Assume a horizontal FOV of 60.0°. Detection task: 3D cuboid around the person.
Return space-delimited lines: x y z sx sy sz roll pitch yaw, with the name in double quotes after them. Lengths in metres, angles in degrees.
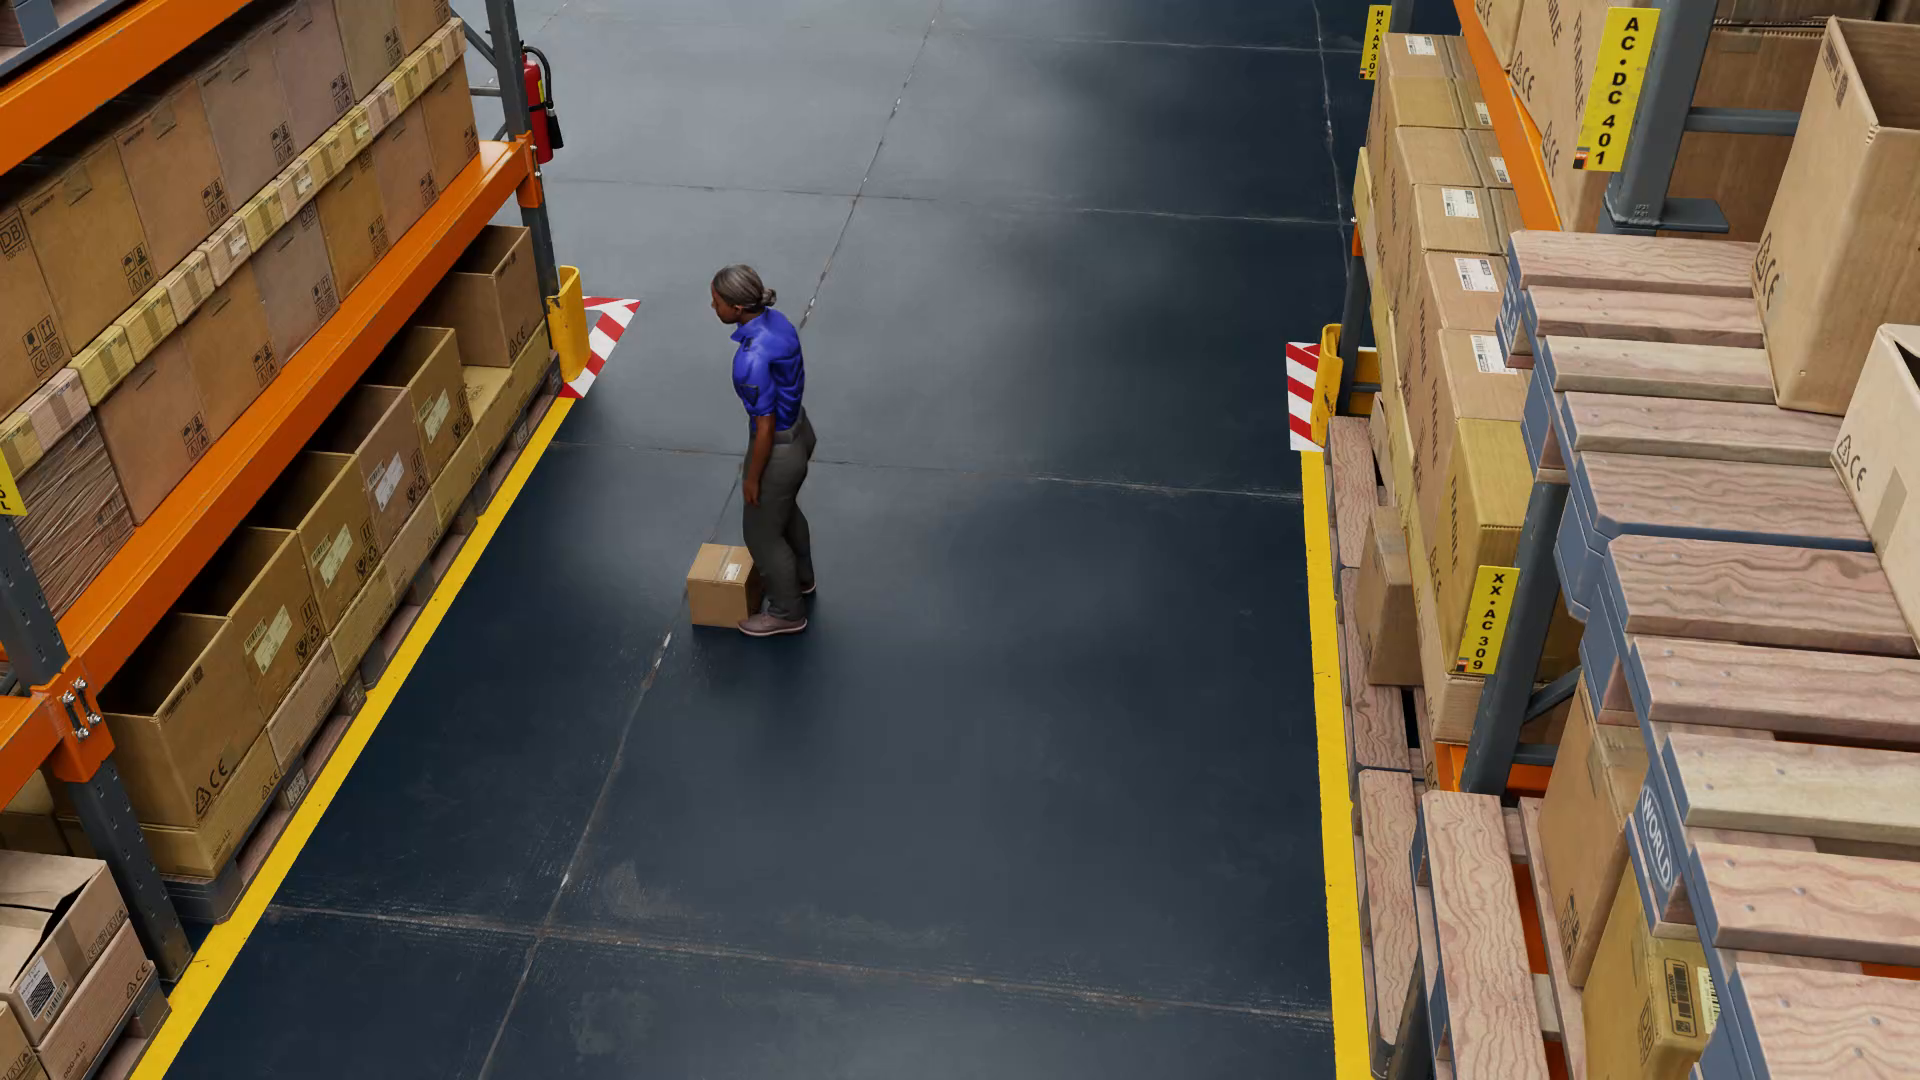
-0.761 -0.360 6.643 0.350 1.654 0.503 4 37 6 "person"
